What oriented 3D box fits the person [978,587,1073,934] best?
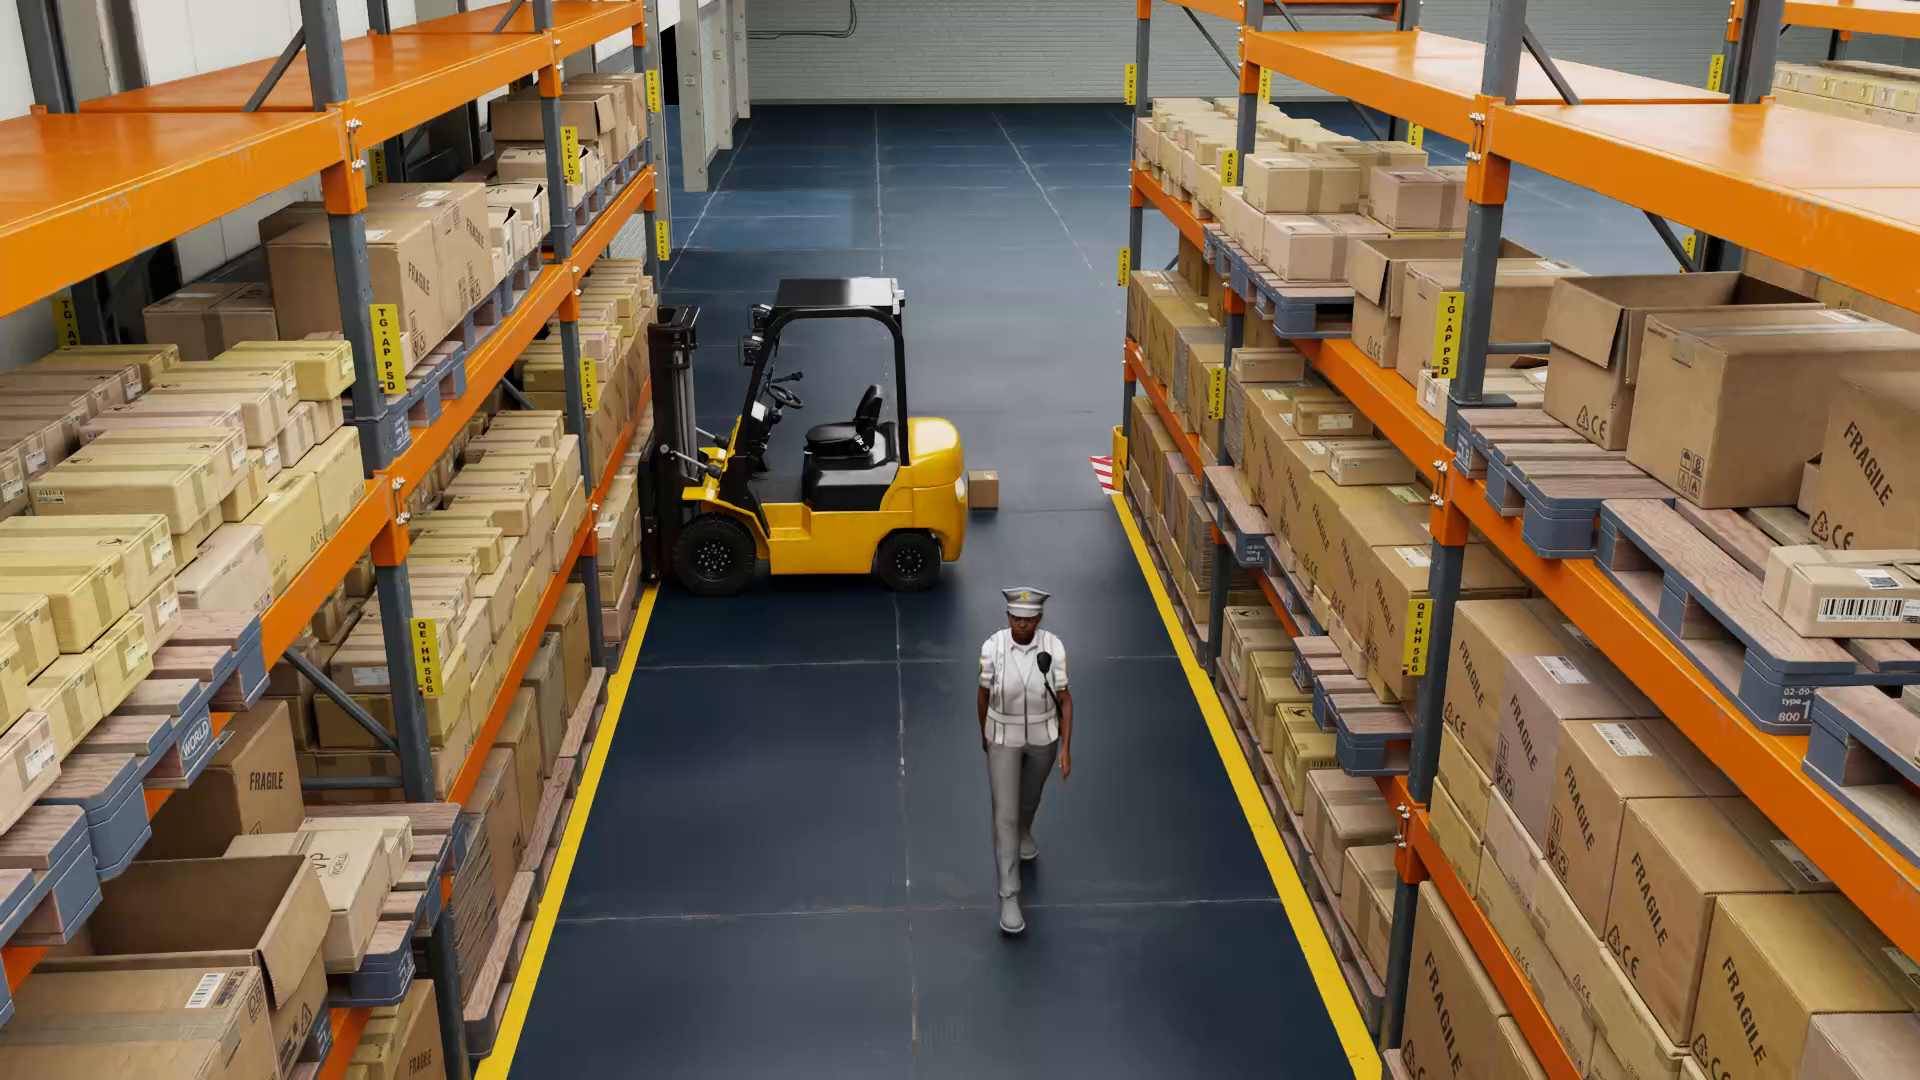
[{"bbox_3d":[0.336,1.014,8.288,0.459,1.636,0.997,-2,21,-5],"label":"person"}]
